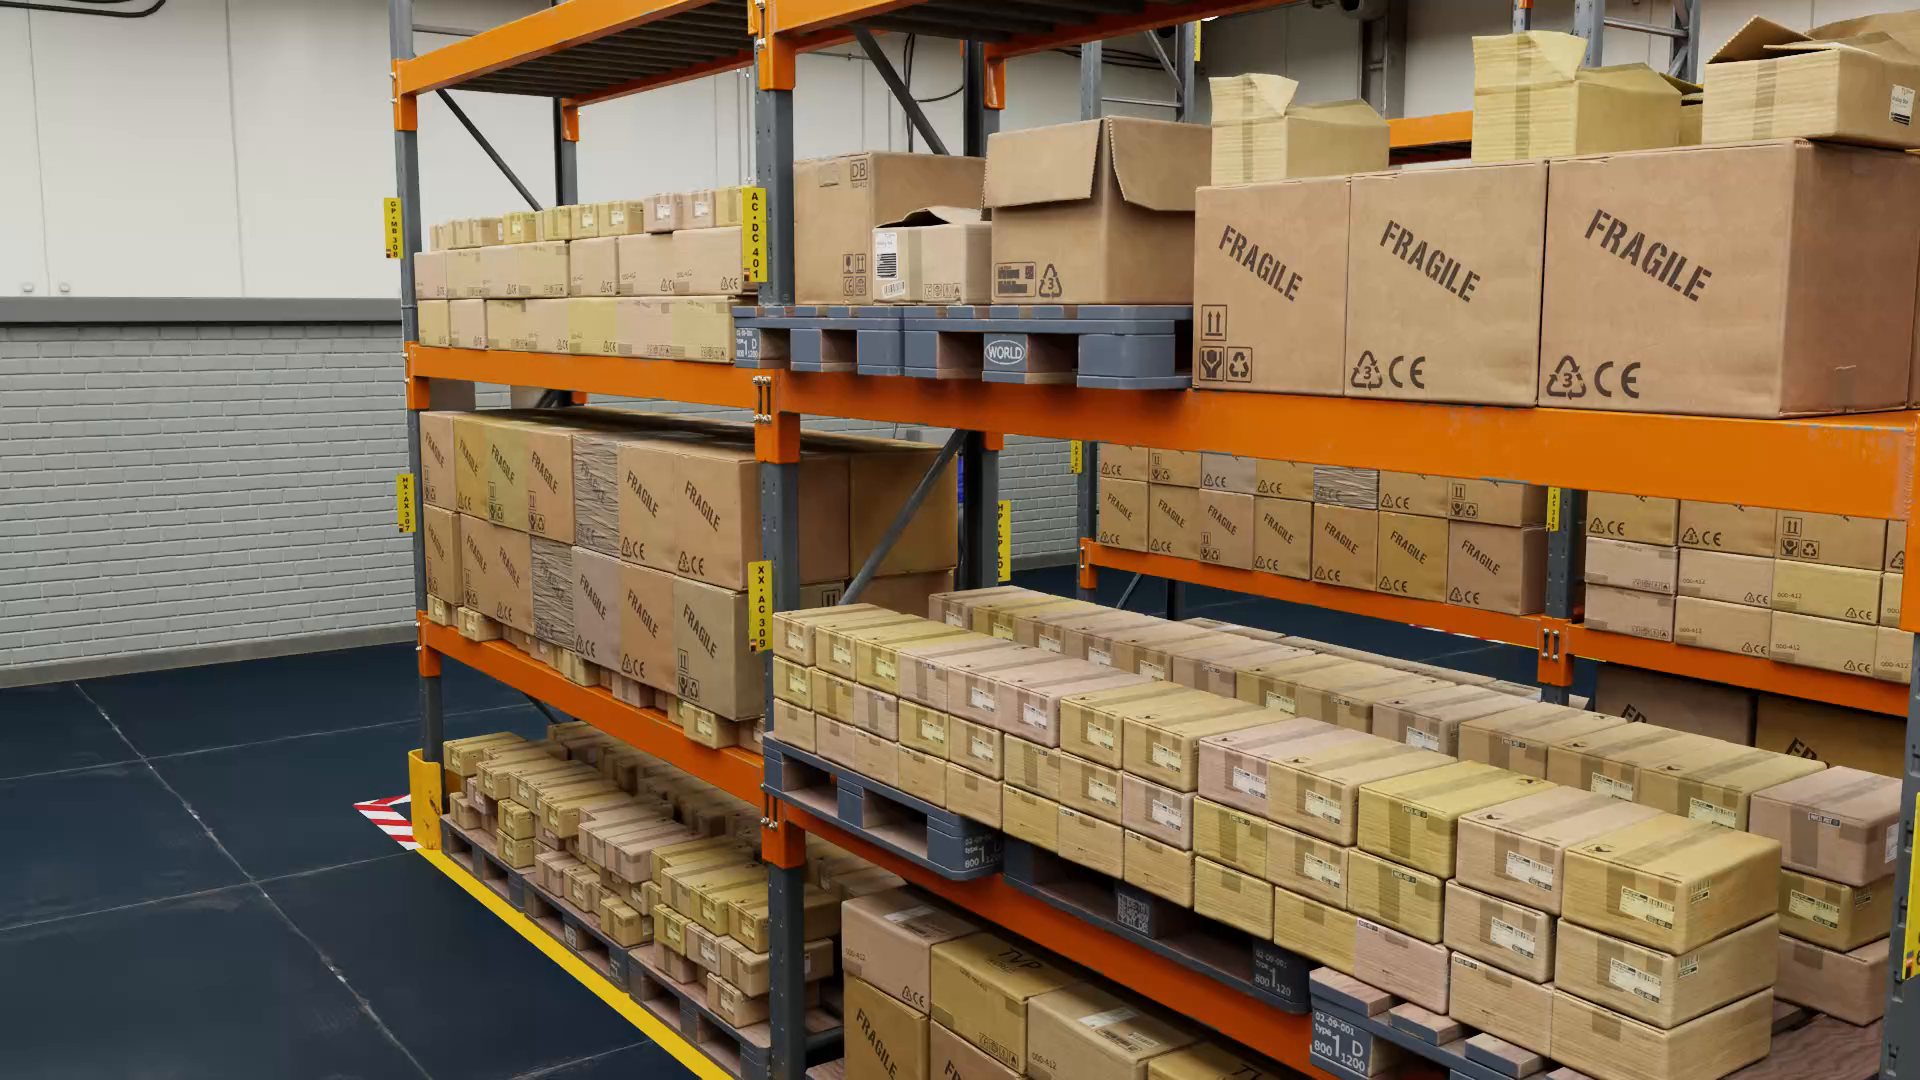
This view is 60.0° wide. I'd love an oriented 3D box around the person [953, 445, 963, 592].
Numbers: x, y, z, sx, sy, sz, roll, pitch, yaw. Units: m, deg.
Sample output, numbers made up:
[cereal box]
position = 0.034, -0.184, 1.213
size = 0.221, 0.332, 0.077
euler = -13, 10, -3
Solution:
[person]
position = 0.031, -0.231, 17.492
size = 0.349, 1.655, 0.510
euler = -6, 10, -36
